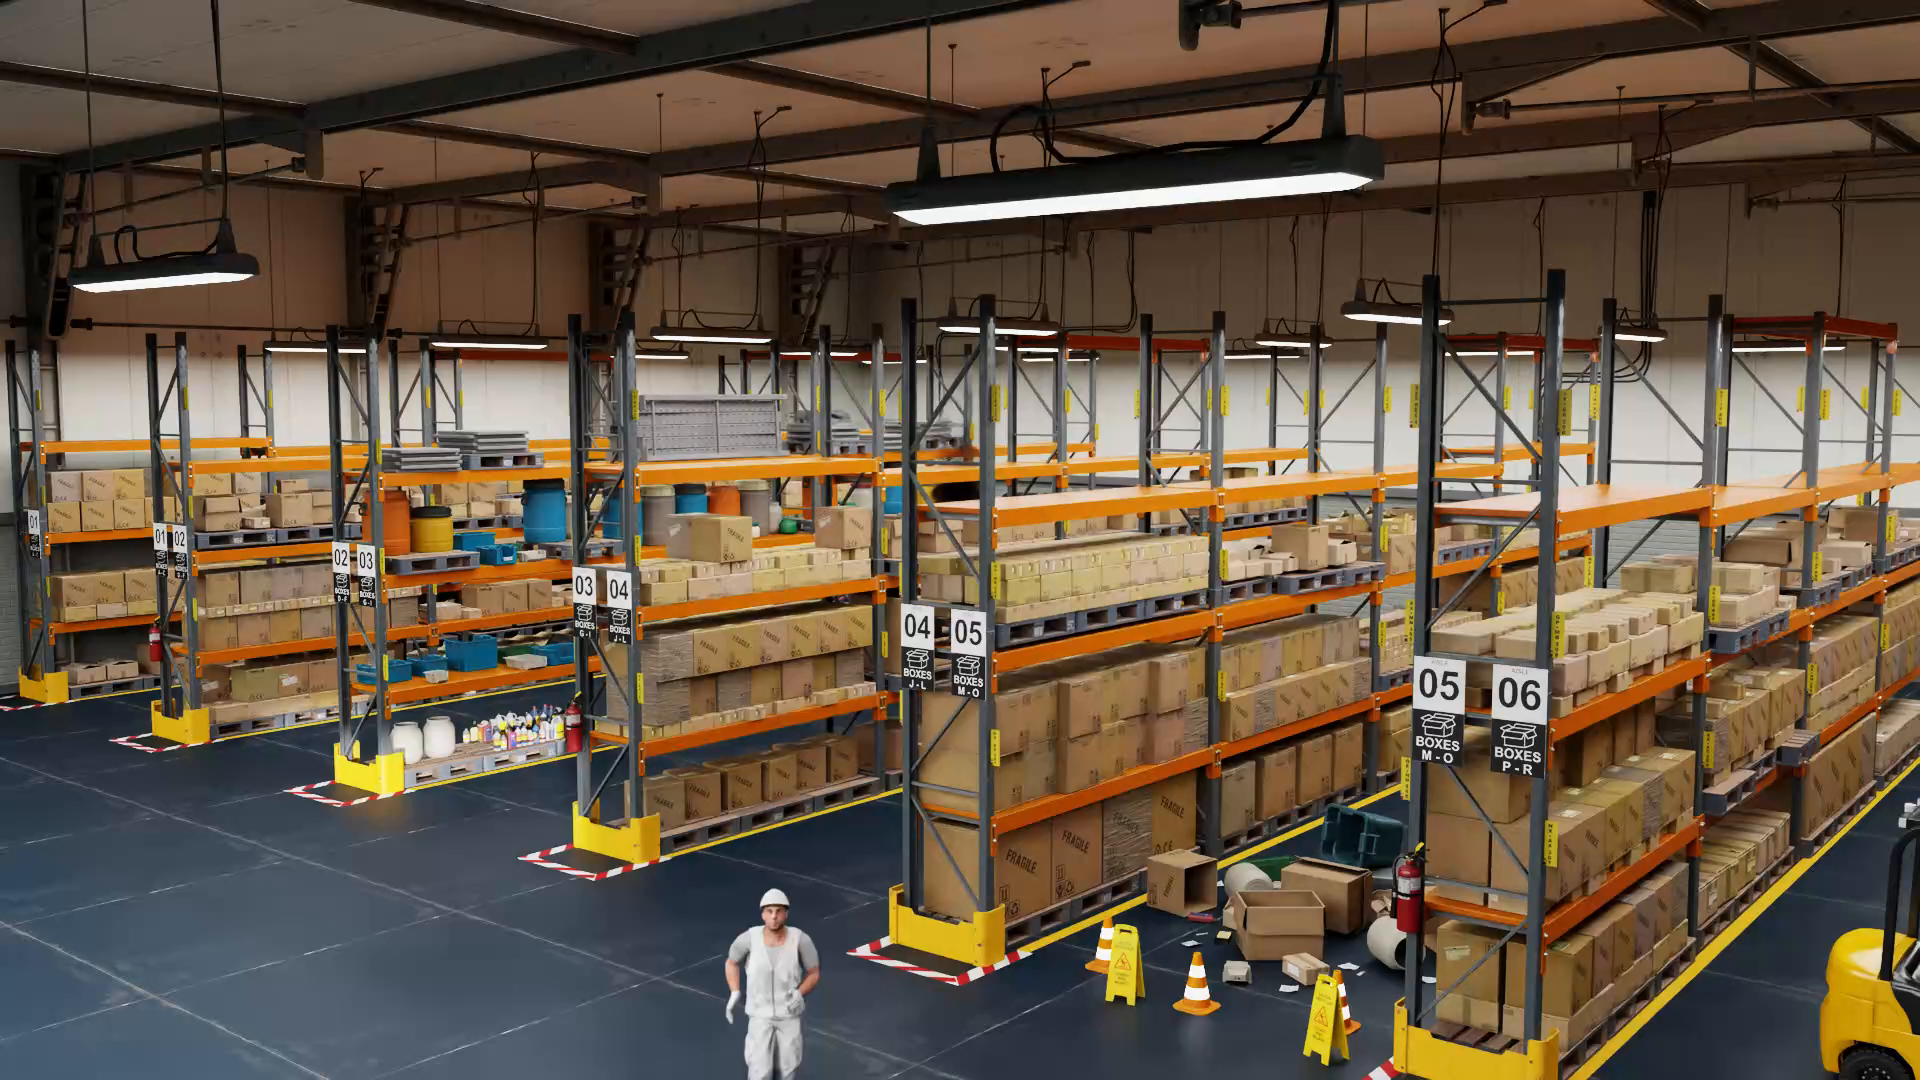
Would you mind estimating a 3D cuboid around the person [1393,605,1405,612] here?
[{"bbox_3d":[7.216,1.891,27.212,0.691,1.650,0.641,-5,7,-41],"label":"person"}]

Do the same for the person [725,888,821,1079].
[{"bbox_3d":[-1.279,3.267,11.403,0.648,1.740,0.581,-1,5,-8],"label":"person"}]
